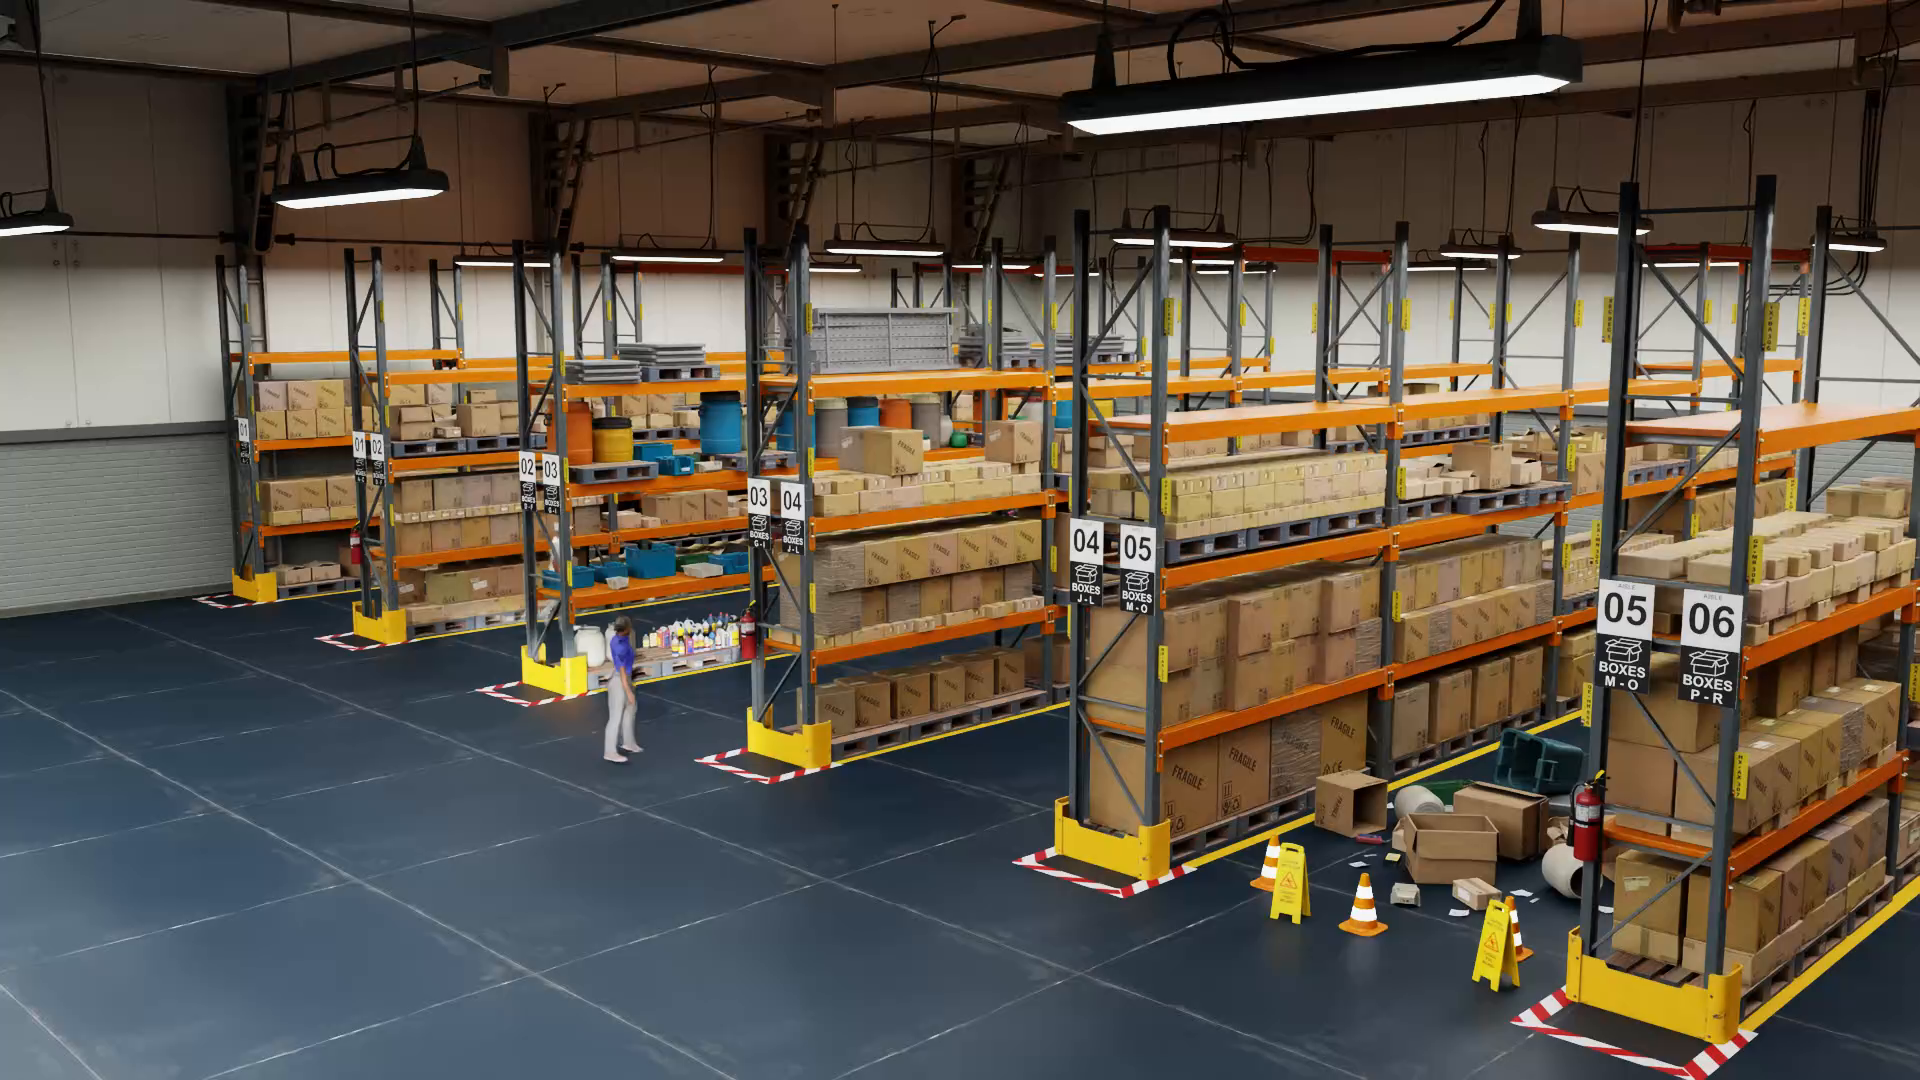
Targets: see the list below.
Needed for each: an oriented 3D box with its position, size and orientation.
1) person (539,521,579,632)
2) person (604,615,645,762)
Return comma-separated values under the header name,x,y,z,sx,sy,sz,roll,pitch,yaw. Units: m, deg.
name,x,y,z,sx,sy,sz,roll,pitch,yaw
person,-6.351,0.559,26.253,0.612,1.778,0.562,-2,8,-11
person,-3.861,1.688,19.023,0.407,1.709,0.624,0,8,-2
